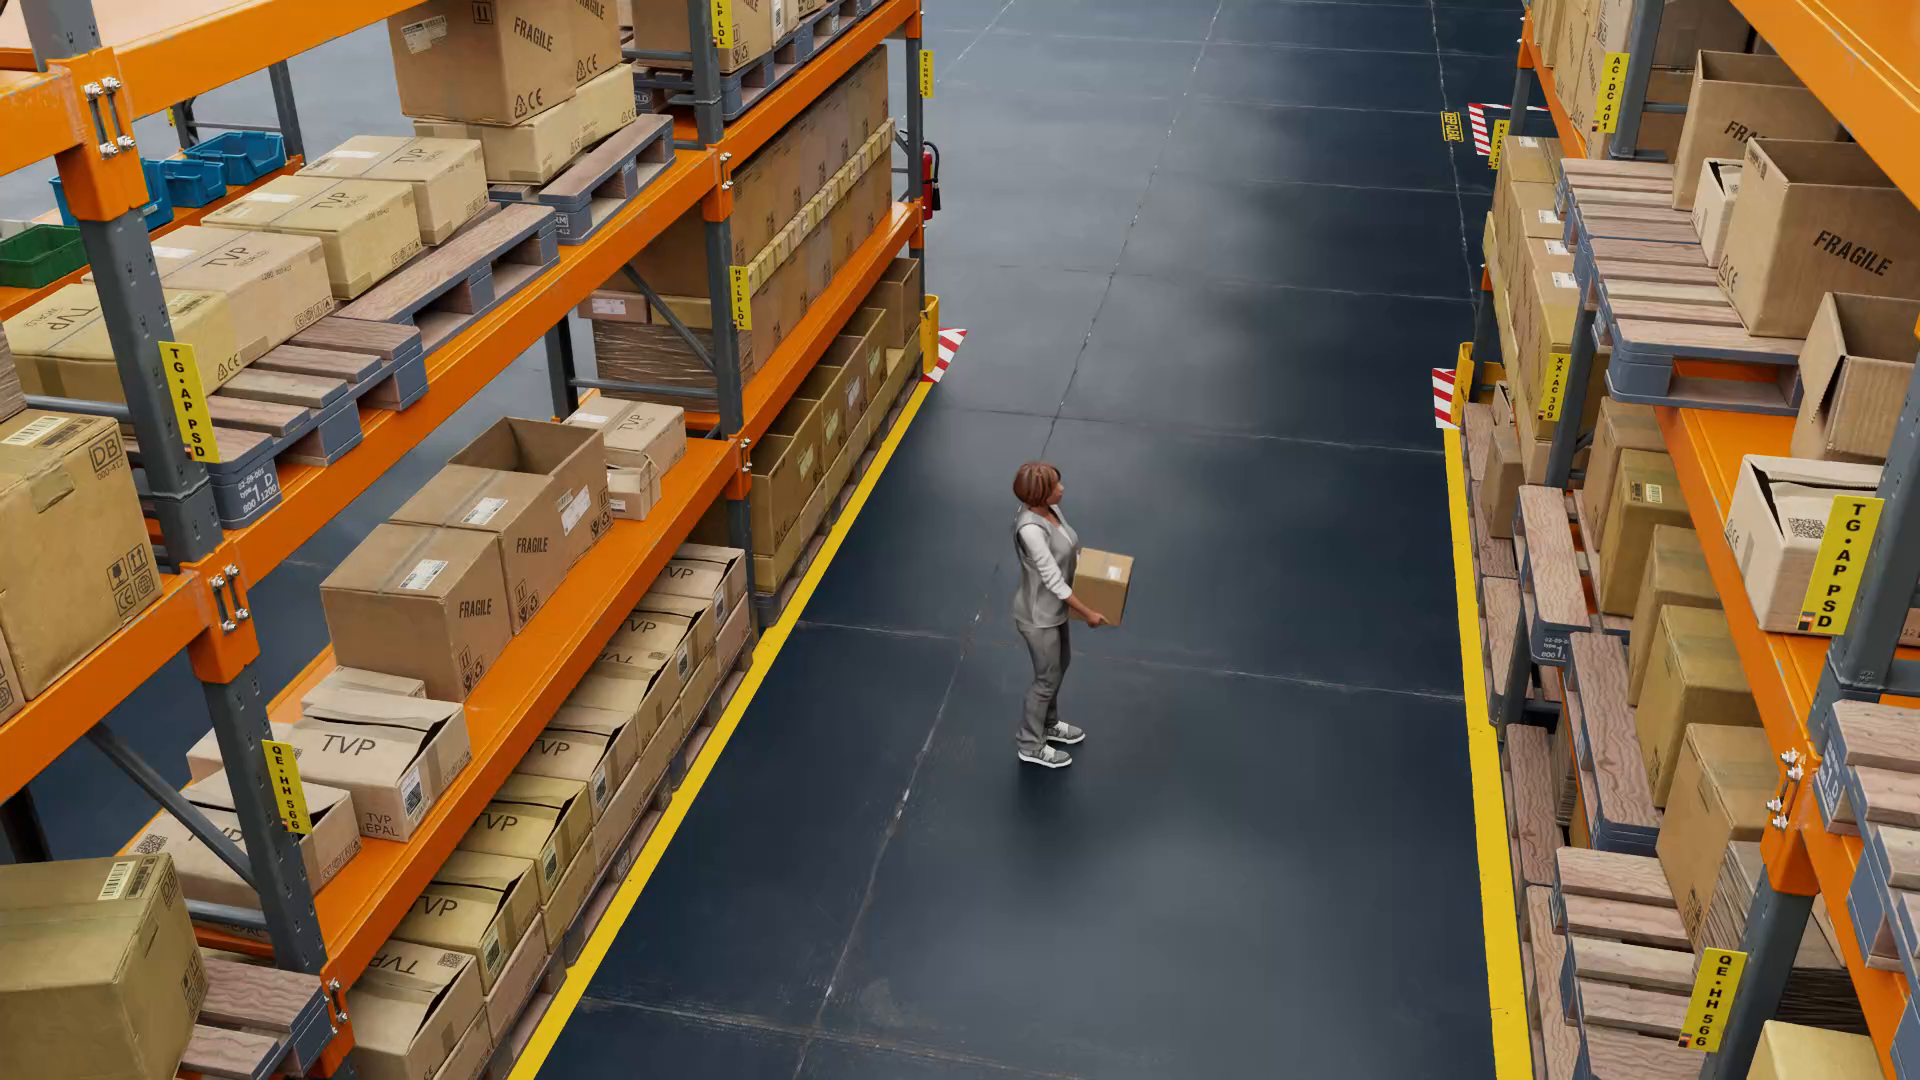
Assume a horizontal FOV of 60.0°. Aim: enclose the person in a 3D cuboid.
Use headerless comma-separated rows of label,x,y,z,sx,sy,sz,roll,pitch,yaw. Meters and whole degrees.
person,0.488,0.356,7.985,0.494,1.588,0.408,6,30,11
